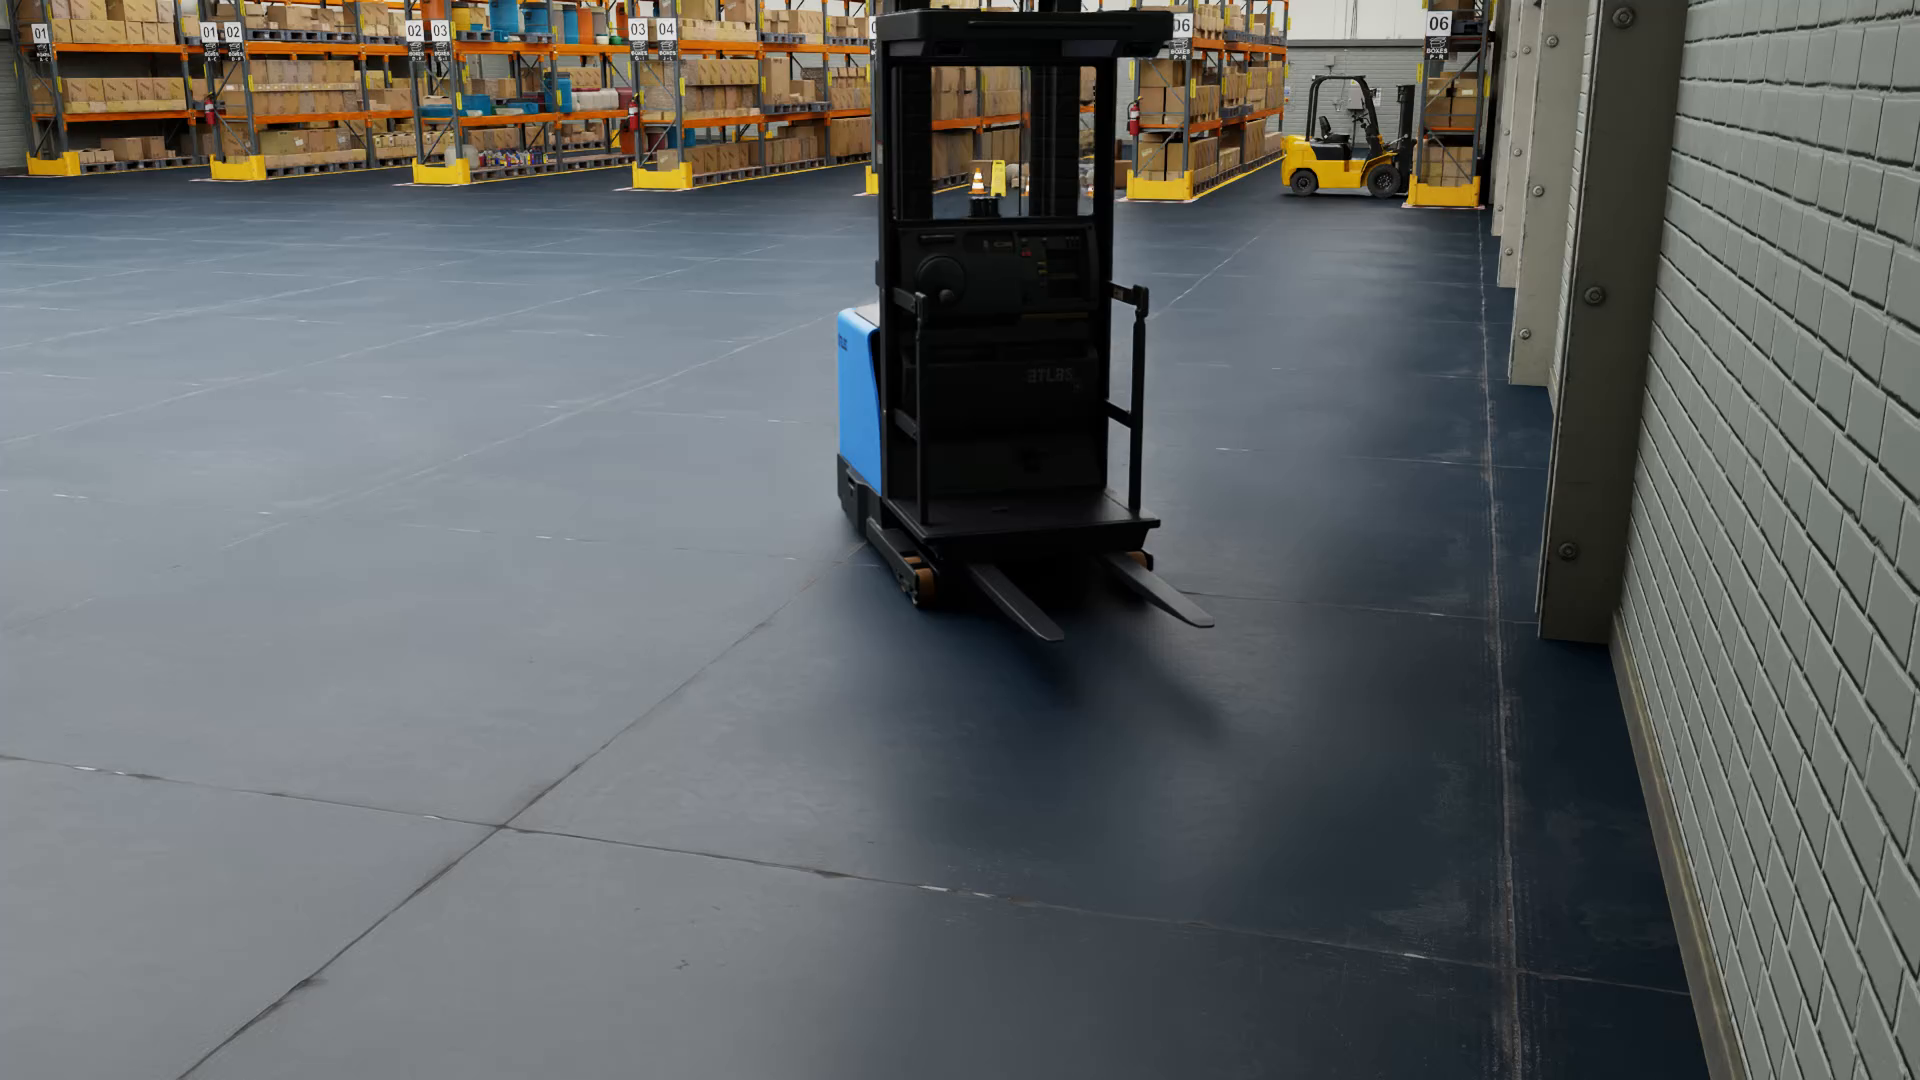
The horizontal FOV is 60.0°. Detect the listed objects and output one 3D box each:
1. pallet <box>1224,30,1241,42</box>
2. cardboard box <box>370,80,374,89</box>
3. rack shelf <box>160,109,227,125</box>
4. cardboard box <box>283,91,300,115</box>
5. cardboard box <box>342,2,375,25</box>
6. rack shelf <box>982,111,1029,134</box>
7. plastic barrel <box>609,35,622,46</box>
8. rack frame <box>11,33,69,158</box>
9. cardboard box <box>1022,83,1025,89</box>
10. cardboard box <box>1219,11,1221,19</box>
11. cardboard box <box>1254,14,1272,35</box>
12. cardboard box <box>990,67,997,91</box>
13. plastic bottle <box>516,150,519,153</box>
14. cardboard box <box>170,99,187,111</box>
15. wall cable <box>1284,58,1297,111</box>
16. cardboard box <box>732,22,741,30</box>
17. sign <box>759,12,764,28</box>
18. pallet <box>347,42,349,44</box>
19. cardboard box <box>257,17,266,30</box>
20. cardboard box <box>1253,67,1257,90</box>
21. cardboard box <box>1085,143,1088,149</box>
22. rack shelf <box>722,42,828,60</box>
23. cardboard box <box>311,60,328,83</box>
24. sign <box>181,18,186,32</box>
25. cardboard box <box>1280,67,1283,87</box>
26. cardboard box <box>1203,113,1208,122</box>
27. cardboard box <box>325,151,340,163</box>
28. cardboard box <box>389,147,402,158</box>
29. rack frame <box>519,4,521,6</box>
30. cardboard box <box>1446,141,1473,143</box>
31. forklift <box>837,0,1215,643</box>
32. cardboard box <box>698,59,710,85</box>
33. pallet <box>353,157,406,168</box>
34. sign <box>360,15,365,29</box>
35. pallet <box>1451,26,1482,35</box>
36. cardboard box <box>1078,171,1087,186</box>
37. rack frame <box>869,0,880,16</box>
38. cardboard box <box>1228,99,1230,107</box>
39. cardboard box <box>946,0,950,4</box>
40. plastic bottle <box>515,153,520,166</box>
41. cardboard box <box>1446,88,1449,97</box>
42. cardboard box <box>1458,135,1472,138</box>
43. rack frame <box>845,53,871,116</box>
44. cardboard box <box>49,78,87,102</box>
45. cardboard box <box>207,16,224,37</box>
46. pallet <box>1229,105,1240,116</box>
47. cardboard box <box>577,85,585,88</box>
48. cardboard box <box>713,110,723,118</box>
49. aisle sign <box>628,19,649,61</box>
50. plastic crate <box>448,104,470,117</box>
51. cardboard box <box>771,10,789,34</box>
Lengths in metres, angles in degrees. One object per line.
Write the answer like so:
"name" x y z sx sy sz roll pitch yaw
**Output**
"pallet" 5.017 -10.181 33.572 1.213 0.211 1.003 5 16 16
"cardboard box" -16.761 -12.615 46.542 0.500 0.500 0.500 5 17 16
"rack shelf" -18.441 -10.773 42.131 1.077 0.370 4.000 5 16 16
"cardboard box" -14.960 -9.602 36.503 0.700 0.500 0.500 5 17 16
"cardboard box" -14.046 -12.304 38.846 0.500 0.500 0.500 5 17 17
"rack shelf" 0.533 -9.209 36.619 1.077 0.370 4.000 5 16 16
"plastic barrel" -8.395 -12.173 40.539 0.294 0.245 0.294 0 16 0
"rack frame" -20.146 -9.549 36.498 1.000 3.000 0.127 5 16 16
"cardboard box" 1.420 -10.553 38.638 0.380 0.149 0.250 5 16 16
"cardboard box" 4.858 -10.207 32.319 0.380 0.149 0.250 4 16 14
"cardboard box" 7.381 -12.646 40.786 0.500 0.500 0.500 5 17 17
"cardboard box" 0.388 -9.958 35.926 0.700 0.500 0.500 5 17 16
"plastic bottle" -10.022 -8.677 37.617 0.097 0.271 0.097 0 16 0
"cardboard box" -18.854 -10.385 39.686 0.500 0.250 0.500 5 16 16
"wall cable" 9.729 -13.795 49.549 0.585 1.953 0.123 5 16 16
"cardboard box" -4.783 -10.689 34.565 0.380 0.149 0.250 4 16 14
"sign" -4.240 -11.095 35.504 0.100 0.325 0.005 5 16 16
"pallet" -16.949 -13.796 46.324 0.805 0.209 1.217 4 16 14
"cardboard box" -15.321 -11.128 35.816 0.500 0.250 0.500 5 16 16
"cardboard box" 6.544 -10.625 38.276 0.500 0.500 0.500 5 17 17
"cardboard box" 3.221 -10.573 44.565 0.380 0.149 0.250 4 16 13
"rack shelf" -4.194 -11.063 37.659 1.077 0.370 4.000 5 16 16
"cardboard box" -14.664 -10.505 37.307 0.700 0.500 0.500 5 16 16
"sign" -18.487 -12.247 39.566 0.100 0.325 0.005 5 16 16
"cardboard box" 8.120 -12.060 43.334 0.500 0.500 0.500 5 16 16
"cardboard box" 4.515 -8.045 31.657 0.380 0.149 0.250 5 17 16
"cardboard box" -14.461 -8.691 37.743 0.500 0.250 0.500 5 16 16
"cardboard box" -13.760 -9.311 39.930 0.500 0.250 0.500 5 17 17
"rack frame" -11.986 -15.191 45.397 1.000 3.000 0.127 5 16 16
"cardboard box" 9.259 -7.242 30.802 0.500 0.250 0.500 5 17 16
"forklift" 0.240 -1.241 7.332 1.130 2.935 3.031 -4 16 -15
"cardboard box" -5.333 -9.322 33.137 0.500 0.500 0.500 5 16 16
"pallet" -14.087 -9.067 39.907 1.003 0.211 1.213 5 16 16
"sign" -13.726 -11.899 38.196 0.100 0.325 0.005 5 16 16
"pallet" 8.933 -9.148 29.749 1.003 0.211 1.213 5 16 16
"cardboard box" 2.450 -7.313 33.624 0.258 0.266 0.396 -7 17 -23
"rack frame" -1.172 -10.872 30.167 1.000 3.000 0.127 5 16 16
"cardboard box" 5.399 -9.085 34.552 0.380 0.149 0.250 5 17 17
"cardboard box" -0.410 -10.337 31.824 0.380 0.149 0.250 4 16 15
"plastic bottle" -9.650 -8.299 36.284 0.097 0.271 0.097 0 16 0
"cardboard box" 8.369 -7.849 29.133 0.380 0.149 0.250 5 17 17
"cardboard box" 11.083 -8.761 36.343 0.380 0.149 0.250 6 17 19
"rack frame" -2.489 -11.536 43.504 1.000 3.000 0.127 5 16 16
"cardboard box" -19.722 -9.949 36.772 0.500 0.500 0.500 5 16 16
"cardboard box" -18.427 -12.748 41.327 0.500 0.500 0.500 4 16 14
"pallet" 5.353 -9.108 35.294 1.003 0.211 1.213 5 16 16
"cardboard box" -11.150 -12.864 48.001 0.500 0.500 0.500 4 16 15
"cardboard box" -5.070 -8.717 34.024 0.380 0.149 0.250 5 16 16
"aisle sign" -6.204 -9.654 32.105 0.394 0.787 0.004 5 16 16
"plastic crate" -10.602 -9.033 34.951 0.499 0.251 0.408 5 16 16
"cardboard box" -4.267 -11.500 36.920 0.797 0.503 0.637 5 17 18
